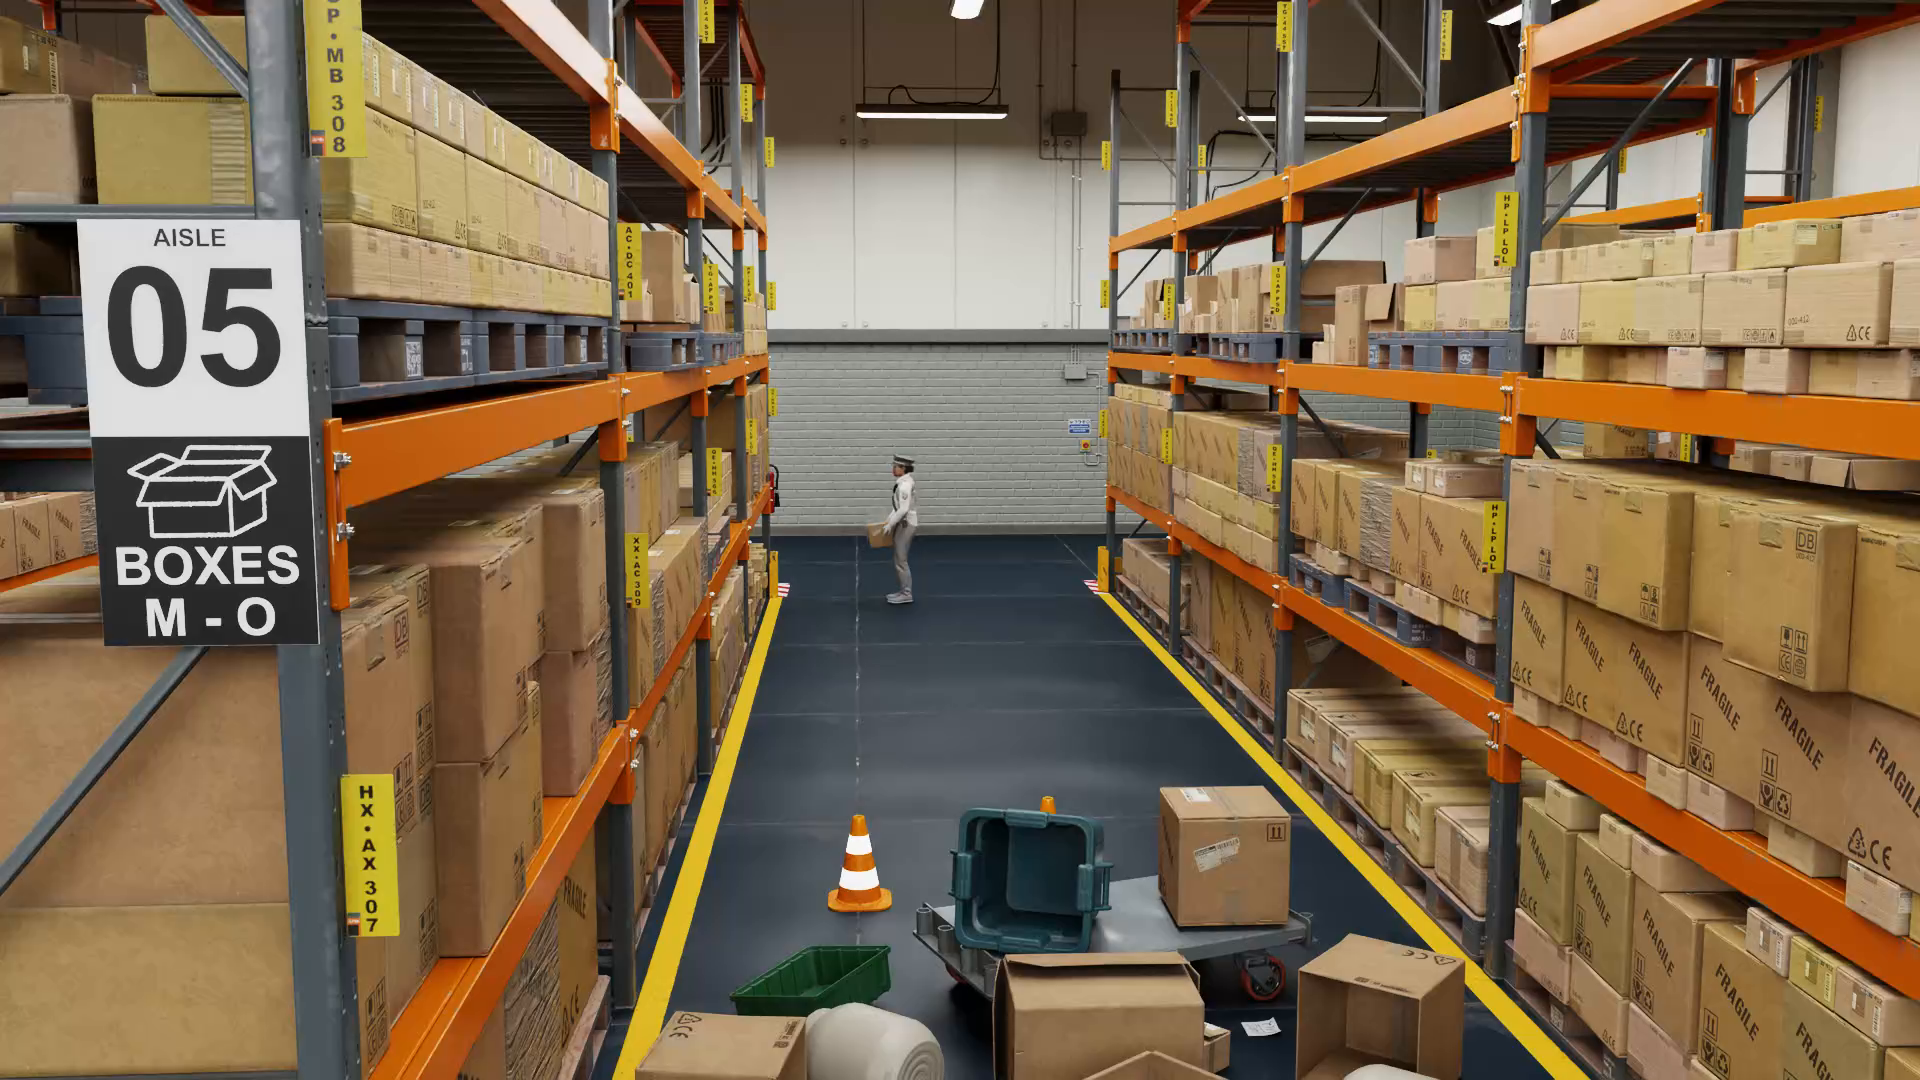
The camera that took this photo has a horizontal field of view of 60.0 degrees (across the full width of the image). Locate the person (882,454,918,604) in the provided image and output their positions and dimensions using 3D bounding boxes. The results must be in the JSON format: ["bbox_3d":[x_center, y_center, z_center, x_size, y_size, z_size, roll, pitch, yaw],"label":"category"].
[{"bbox_3d":[-0.677,-0.135,18.756,0.411,1.684,0.500,-1,7,-5],"label":"person"}]
